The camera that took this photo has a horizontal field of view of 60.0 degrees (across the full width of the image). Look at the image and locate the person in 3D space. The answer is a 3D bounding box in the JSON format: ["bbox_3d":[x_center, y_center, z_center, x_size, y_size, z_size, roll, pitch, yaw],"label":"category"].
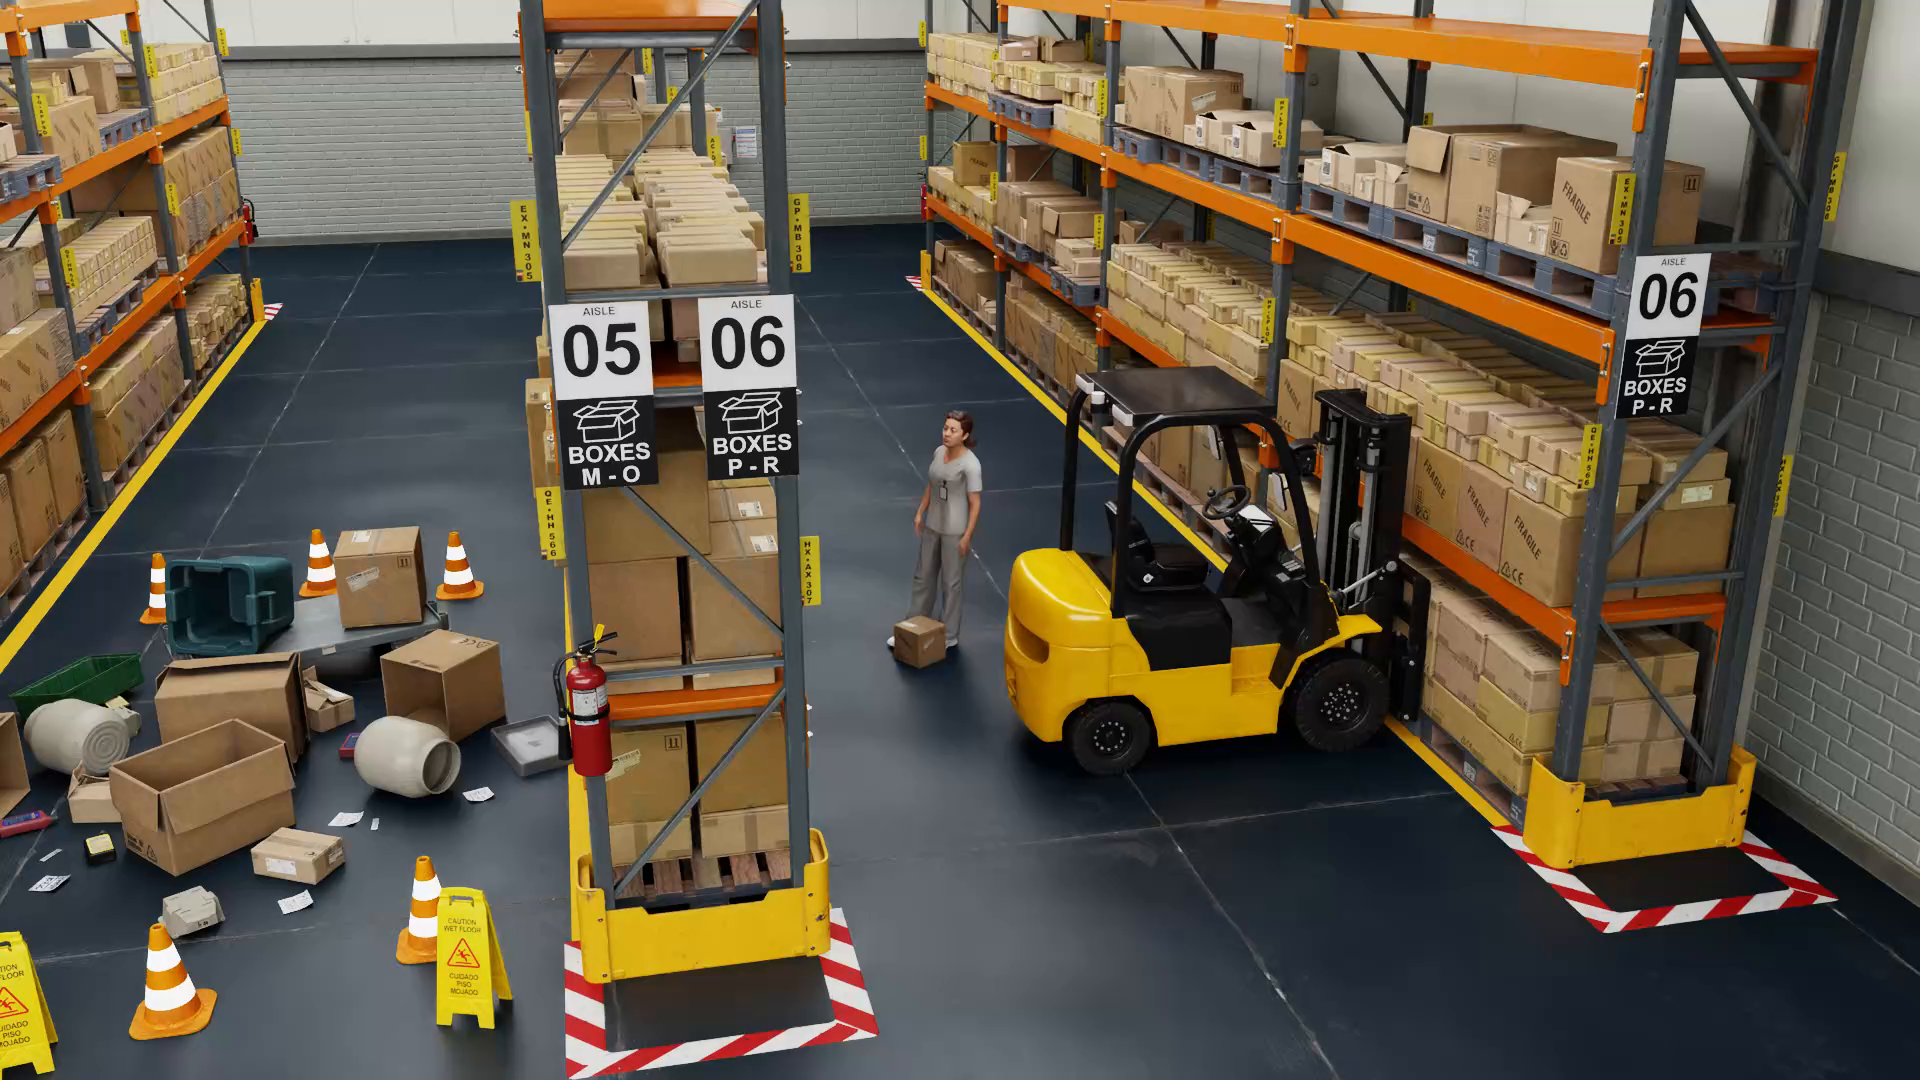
[{"bbox_3d":[-0.136,-0.049,11.183,0.548,1.674,0.549,-17,26,-39],"label":"person"}]
